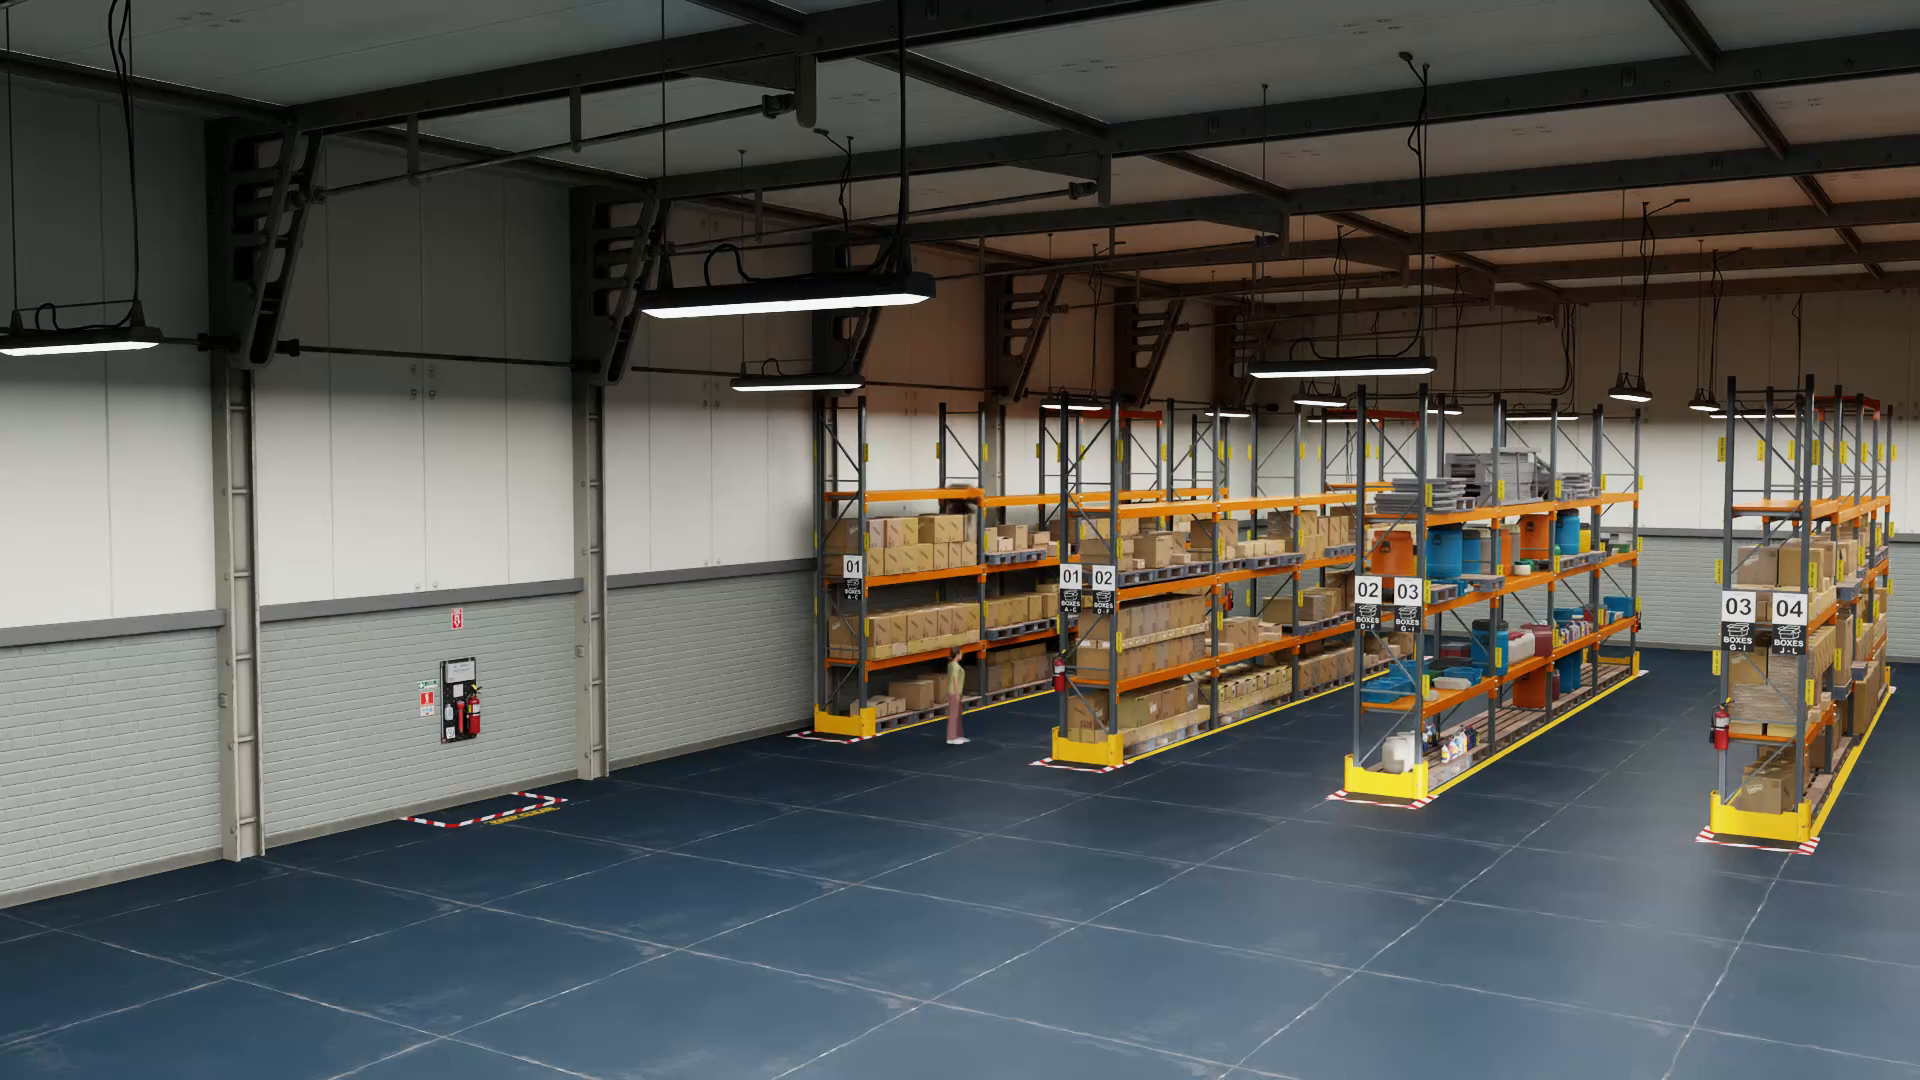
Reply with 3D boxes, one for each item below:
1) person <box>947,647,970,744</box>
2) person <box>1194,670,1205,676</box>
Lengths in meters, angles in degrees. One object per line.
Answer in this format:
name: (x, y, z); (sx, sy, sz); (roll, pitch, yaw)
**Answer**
person: (-0.016, 2.679, 28.634); (0.451, 1.695, 0.510); (-1, 3, -10)
person: (4.942, 2.288, 34.562); (0.354, 1.792, 0.632); (1, 3, 21)
